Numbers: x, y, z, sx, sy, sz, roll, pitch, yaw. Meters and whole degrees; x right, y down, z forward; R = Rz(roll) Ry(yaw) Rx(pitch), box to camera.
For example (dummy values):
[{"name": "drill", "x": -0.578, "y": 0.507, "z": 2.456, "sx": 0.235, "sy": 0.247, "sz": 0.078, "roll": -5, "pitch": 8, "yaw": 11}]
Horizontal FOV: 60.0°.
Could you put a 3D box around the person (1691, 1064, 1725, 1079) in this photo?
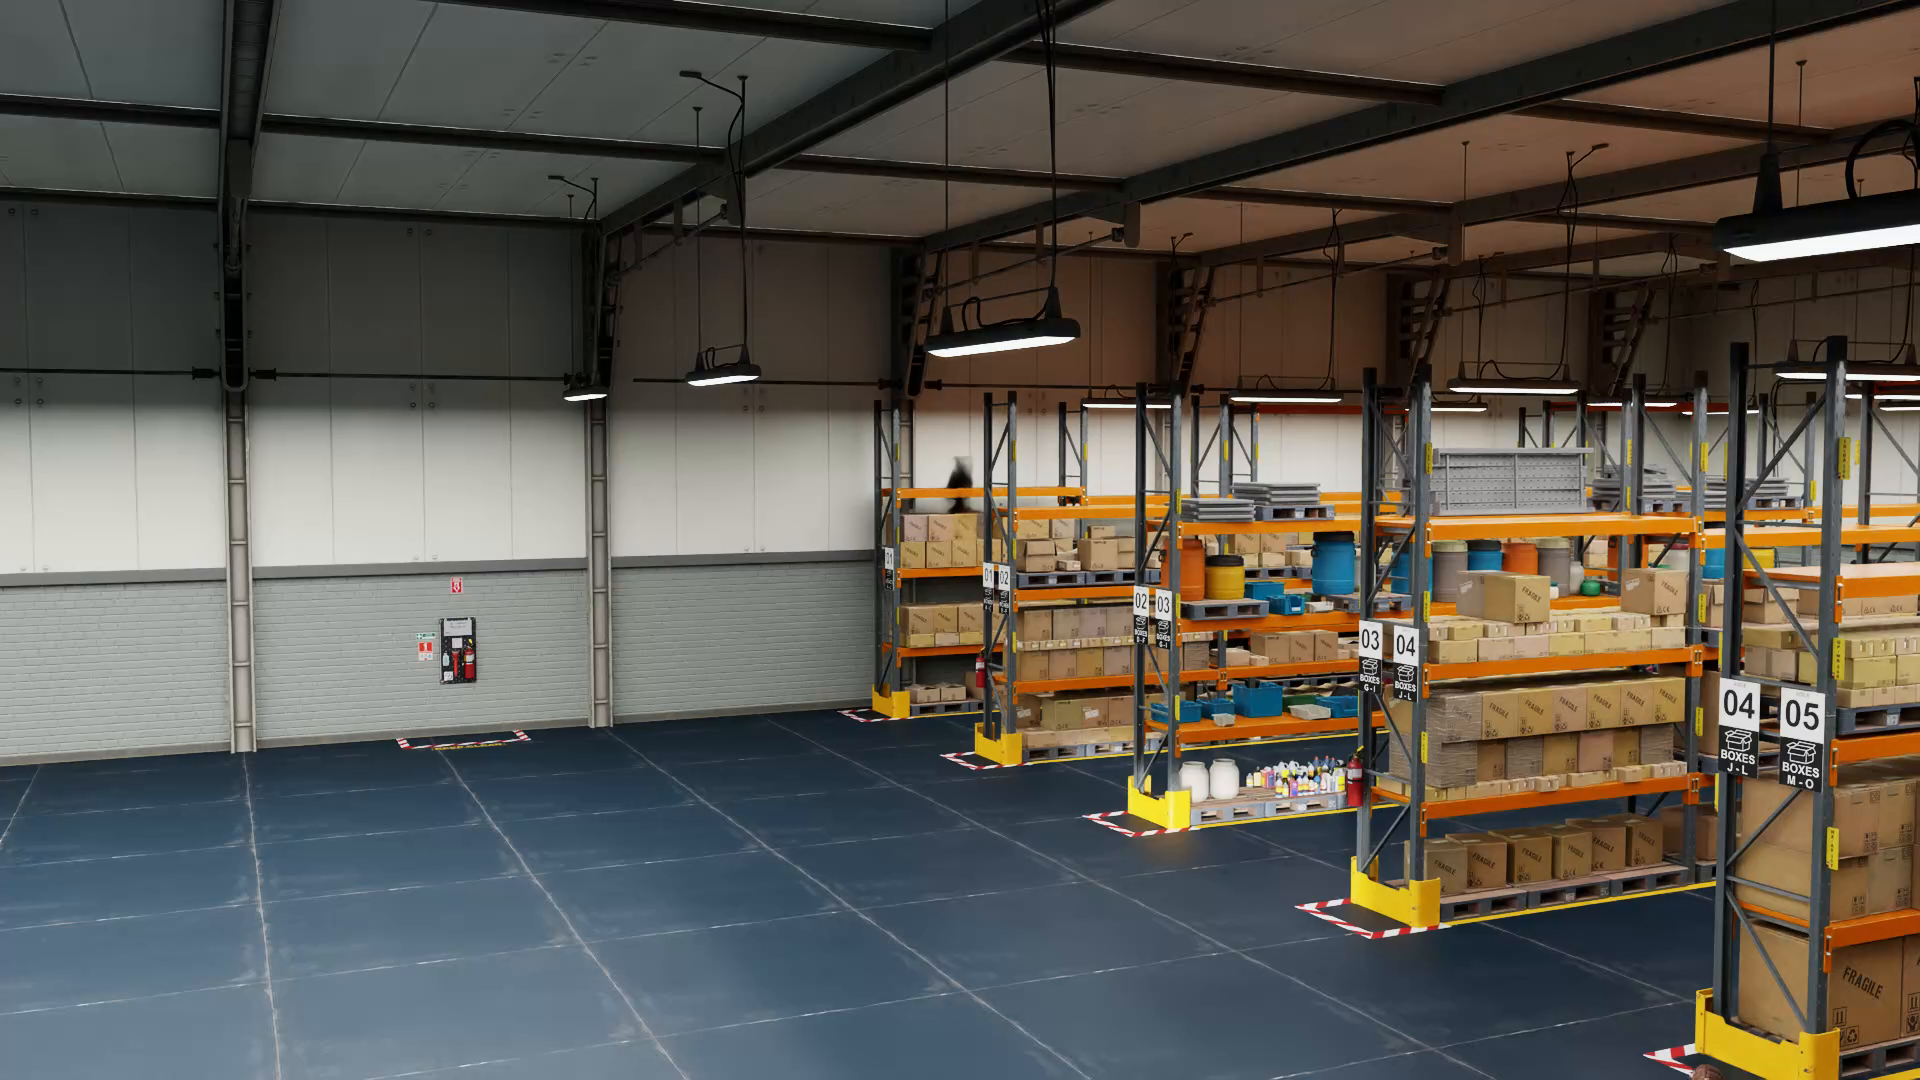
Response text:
[{"name": "person", "x": 4.733, "y": 3.860, "z": 10.272, "sx": 0.553, "sy": 1.422, "sz": 0.854, "roll": 3, "pitch": 4, "yaw": 42}]
